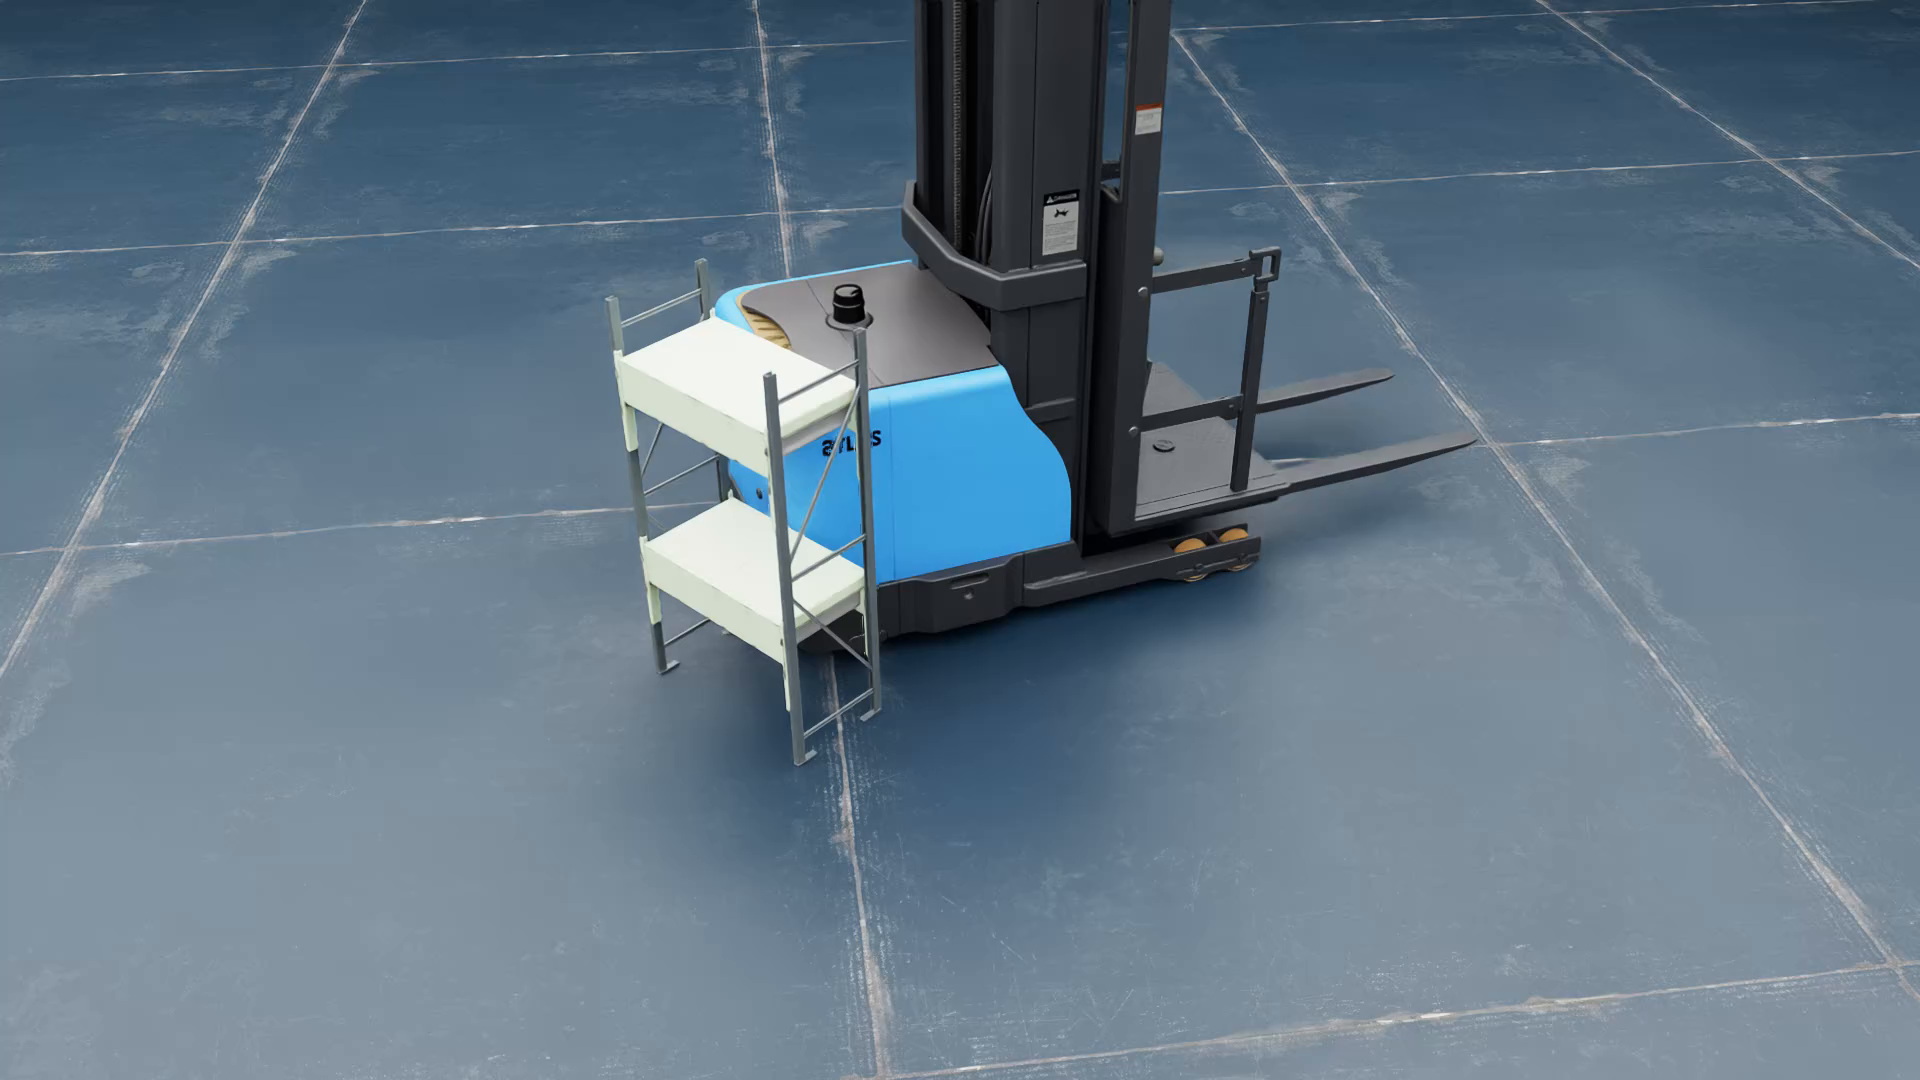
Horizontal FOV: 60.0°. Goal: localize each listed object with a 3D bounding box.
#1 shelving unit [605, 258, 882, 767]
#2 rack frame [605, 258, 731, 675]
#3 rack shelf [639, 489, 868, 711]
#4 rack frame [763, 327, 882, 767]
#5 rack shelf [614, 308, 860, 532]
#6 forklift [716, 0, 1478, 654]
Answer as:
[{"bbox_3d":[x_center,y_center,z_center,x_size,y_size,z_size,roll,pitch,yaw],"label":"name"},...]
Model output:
[{"bbox_3d":[-0.693,-0.076,5.528,0.755,1.500,0.431,27,43,34],"label":"shelving unit"},{"bbox_3d":[-0.964,-0.215,5.731,0.023,1.500,0.400,27,43,34],"label":"rack frame"},{"bbox_3d":[-0.692,0.192,5.712,0.720,0.370,0.431,27,43,34],"label":"rack shelf"},{"bbox_3d":[-0.423,0.062,5.324,0.023,1.500,0.400,27,43,34],"label":"rack frame"},{"bbox_3d":[-0.695,-0.398,5.306,0.720,0.370,0.431,27,43,34],"label":"rack shelf"},{"bbox_3d":[0.644,-1.312,6.072,3.031,2.935,1.130,-13,36,-18],"label":"forklift"}]
